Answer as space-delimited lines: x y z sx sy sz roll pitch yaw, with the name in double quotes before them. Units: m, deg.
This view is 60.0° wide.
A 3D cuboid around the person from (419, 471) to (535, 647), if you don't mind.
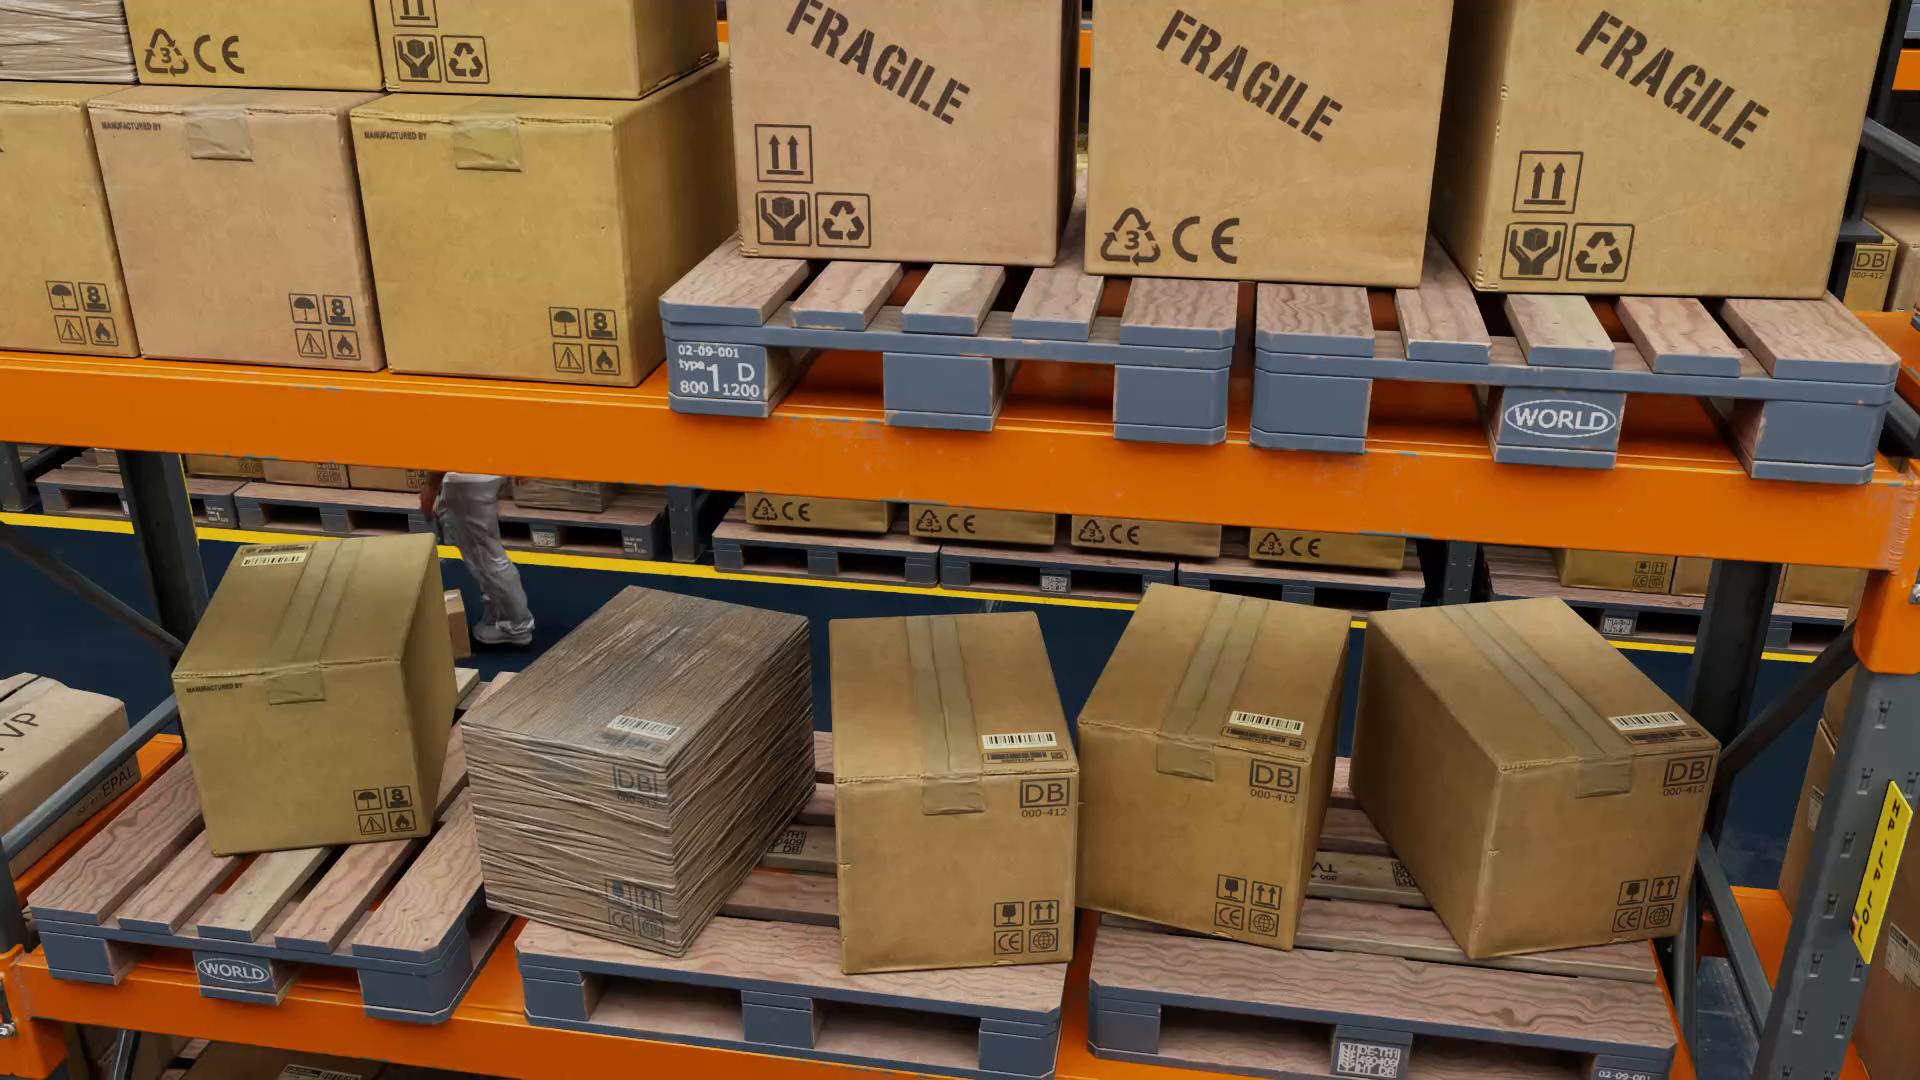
"person" -2.288 -0.312 7.743 0.509 1.808 0.621 5 25 10
